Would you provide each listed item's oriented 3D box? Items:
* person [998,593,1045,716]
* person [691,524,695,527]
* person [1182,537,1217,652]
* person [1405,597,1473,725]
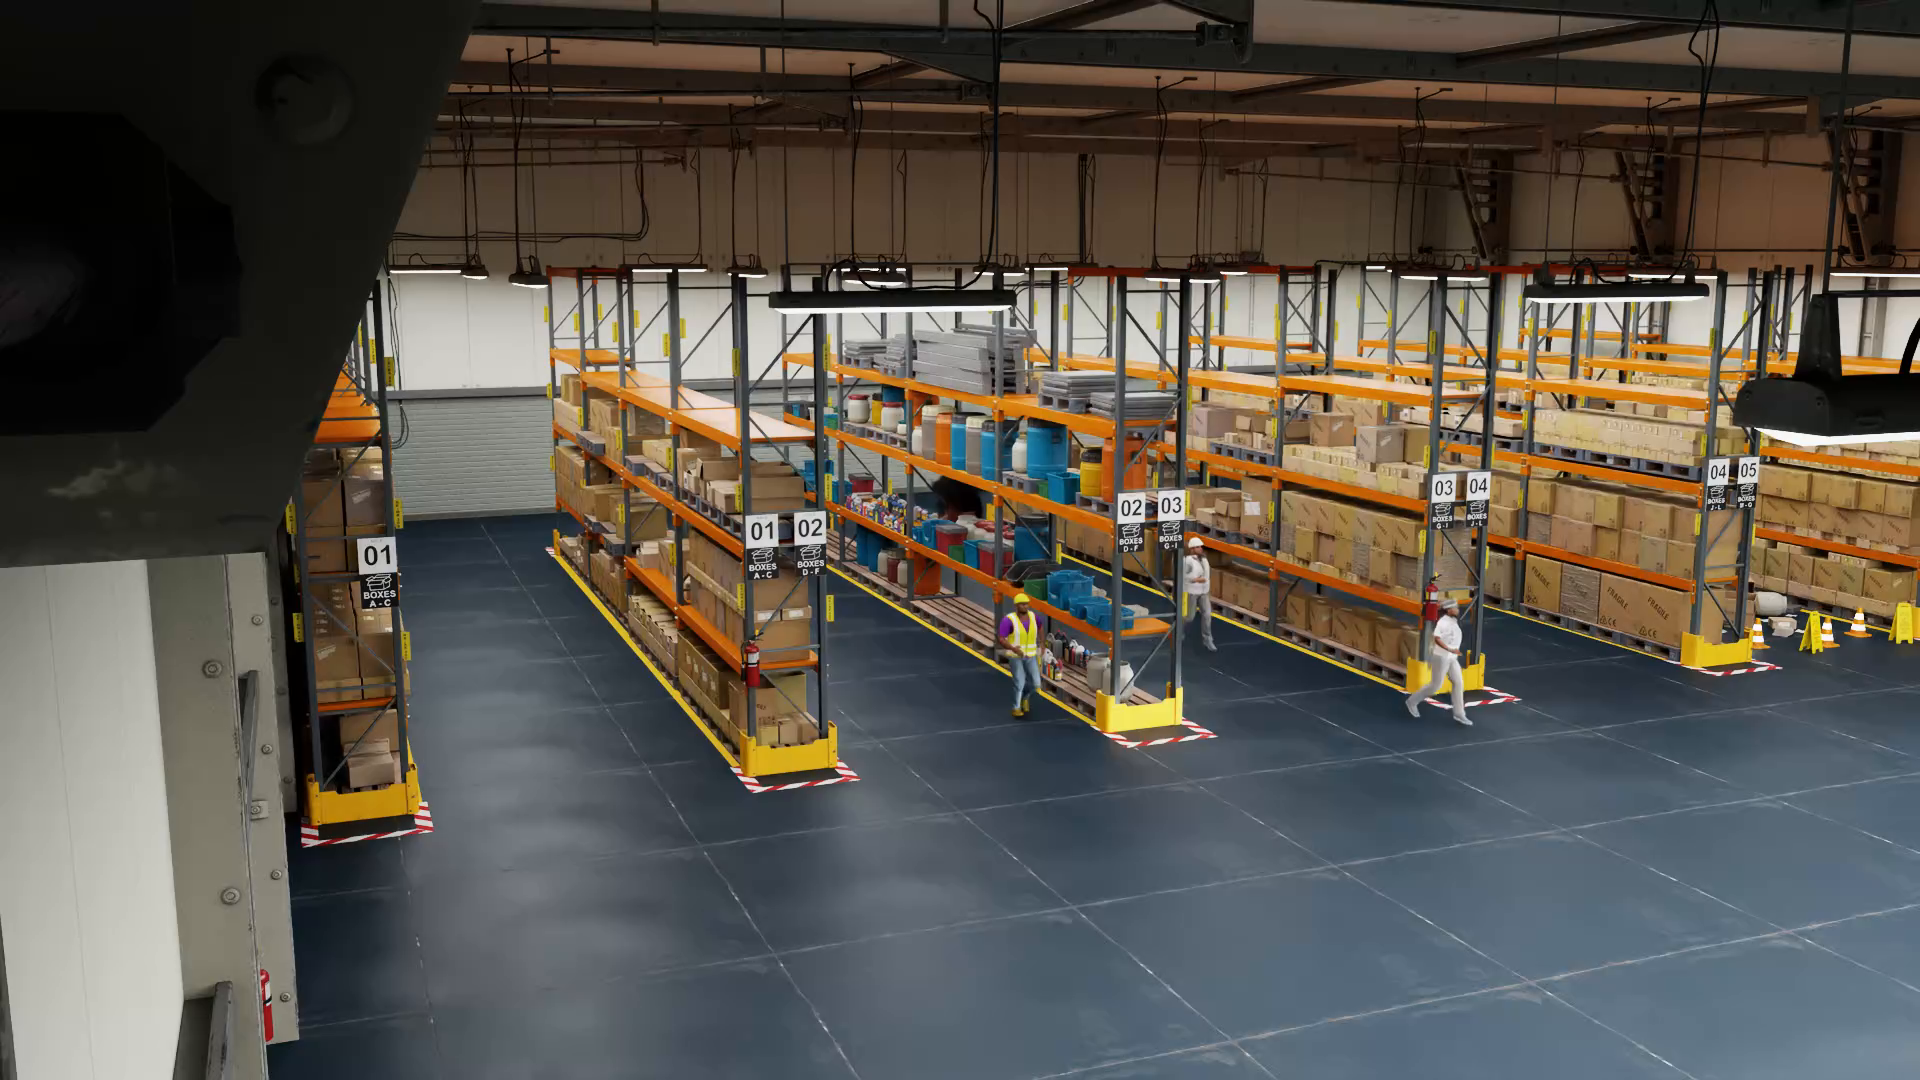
[{"bbox_3d":[0.879,1.573,22.597,0.746,1.724,0.593,-4,11,-23],"label":"person"},{"bbox_3d":[-5.249,-0.304,33.473,0.612,1.678,0.942,-6,12,-31],"label":"person"},{"bbox_3d":[3.773,0.840,26.658,0.658,1.789,0.955,-6,12,-31],"label":"person"},{"bbox_3d":[6.606,1.609,22.562,0.922,1.674,0.661,8,13,39],"label":"person"}]
